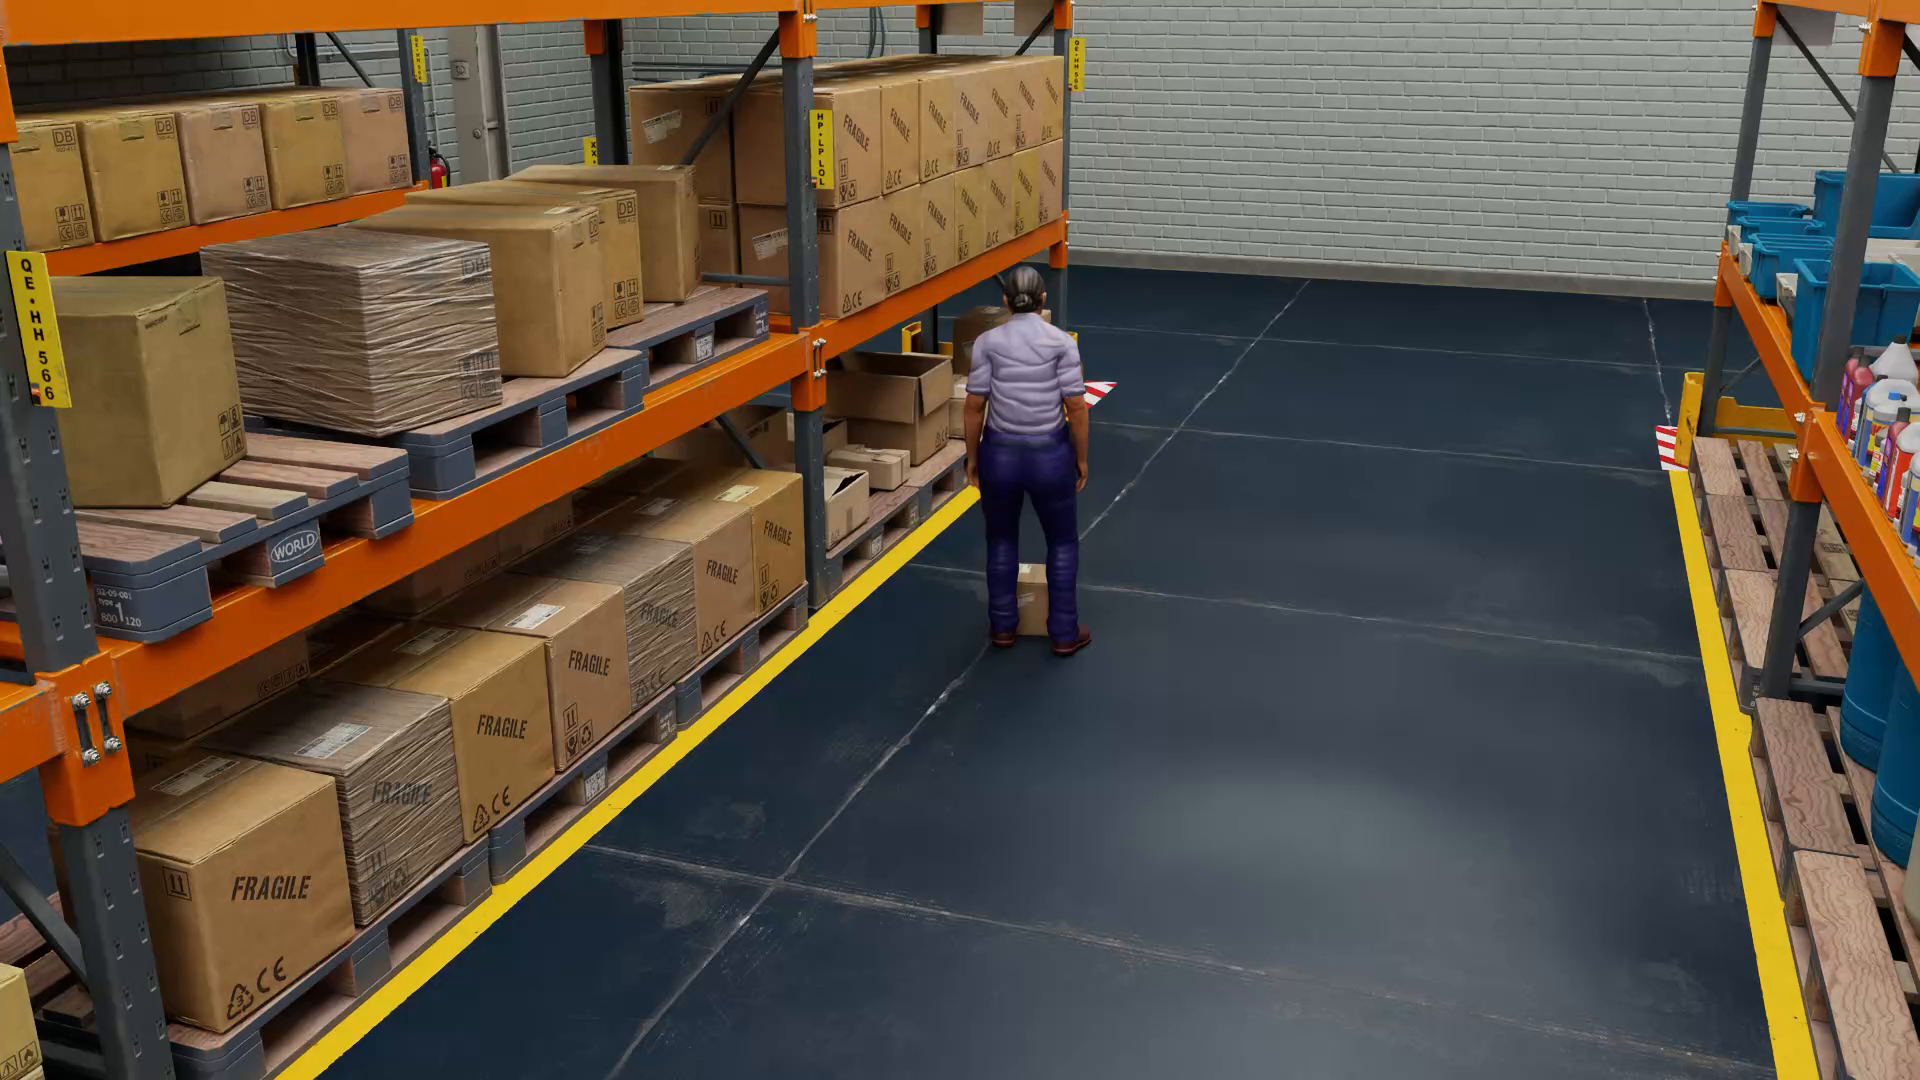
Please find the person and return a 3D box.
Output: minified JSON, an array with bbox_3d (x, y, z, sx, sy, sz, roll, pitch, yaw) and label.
[{"bbox_3d":[0.297,-0.329,7.043,0.554,1.650,0.425,3,19,8],"label":"person"}]
